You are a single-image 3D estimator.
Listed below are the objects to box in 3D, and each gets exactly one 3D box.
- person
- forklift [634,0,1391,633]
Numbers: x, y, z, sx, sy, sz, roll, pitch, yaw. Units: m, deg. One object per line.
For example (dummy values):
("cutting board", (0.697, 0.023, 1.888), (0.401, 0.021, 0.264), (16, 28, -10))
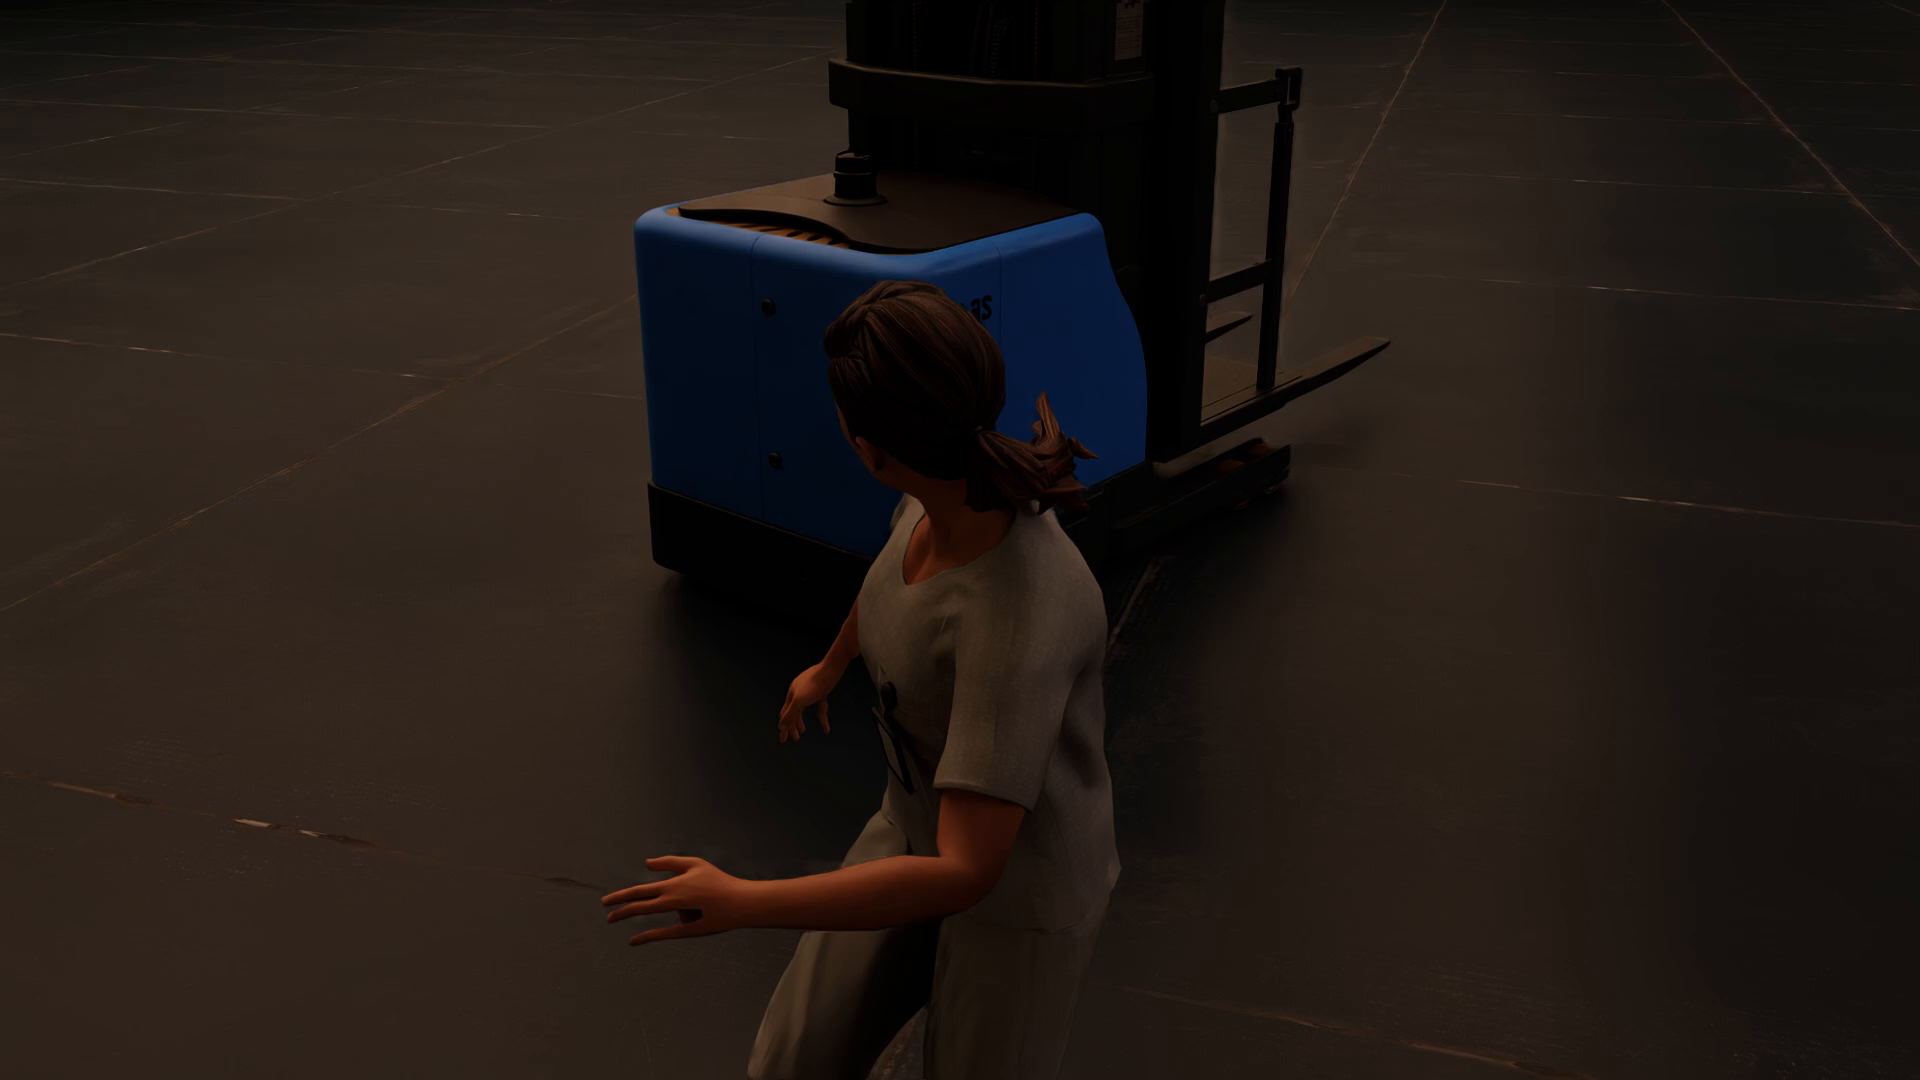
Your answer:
("person", (-0.112, 0.410, 2.127), (0.806, 1.542, 0.774), (-14, 26, -30))
("forklift", (0.437, -1.556, 5.049), (1.130, 2.935, 3.031), (18, 28, 36))
